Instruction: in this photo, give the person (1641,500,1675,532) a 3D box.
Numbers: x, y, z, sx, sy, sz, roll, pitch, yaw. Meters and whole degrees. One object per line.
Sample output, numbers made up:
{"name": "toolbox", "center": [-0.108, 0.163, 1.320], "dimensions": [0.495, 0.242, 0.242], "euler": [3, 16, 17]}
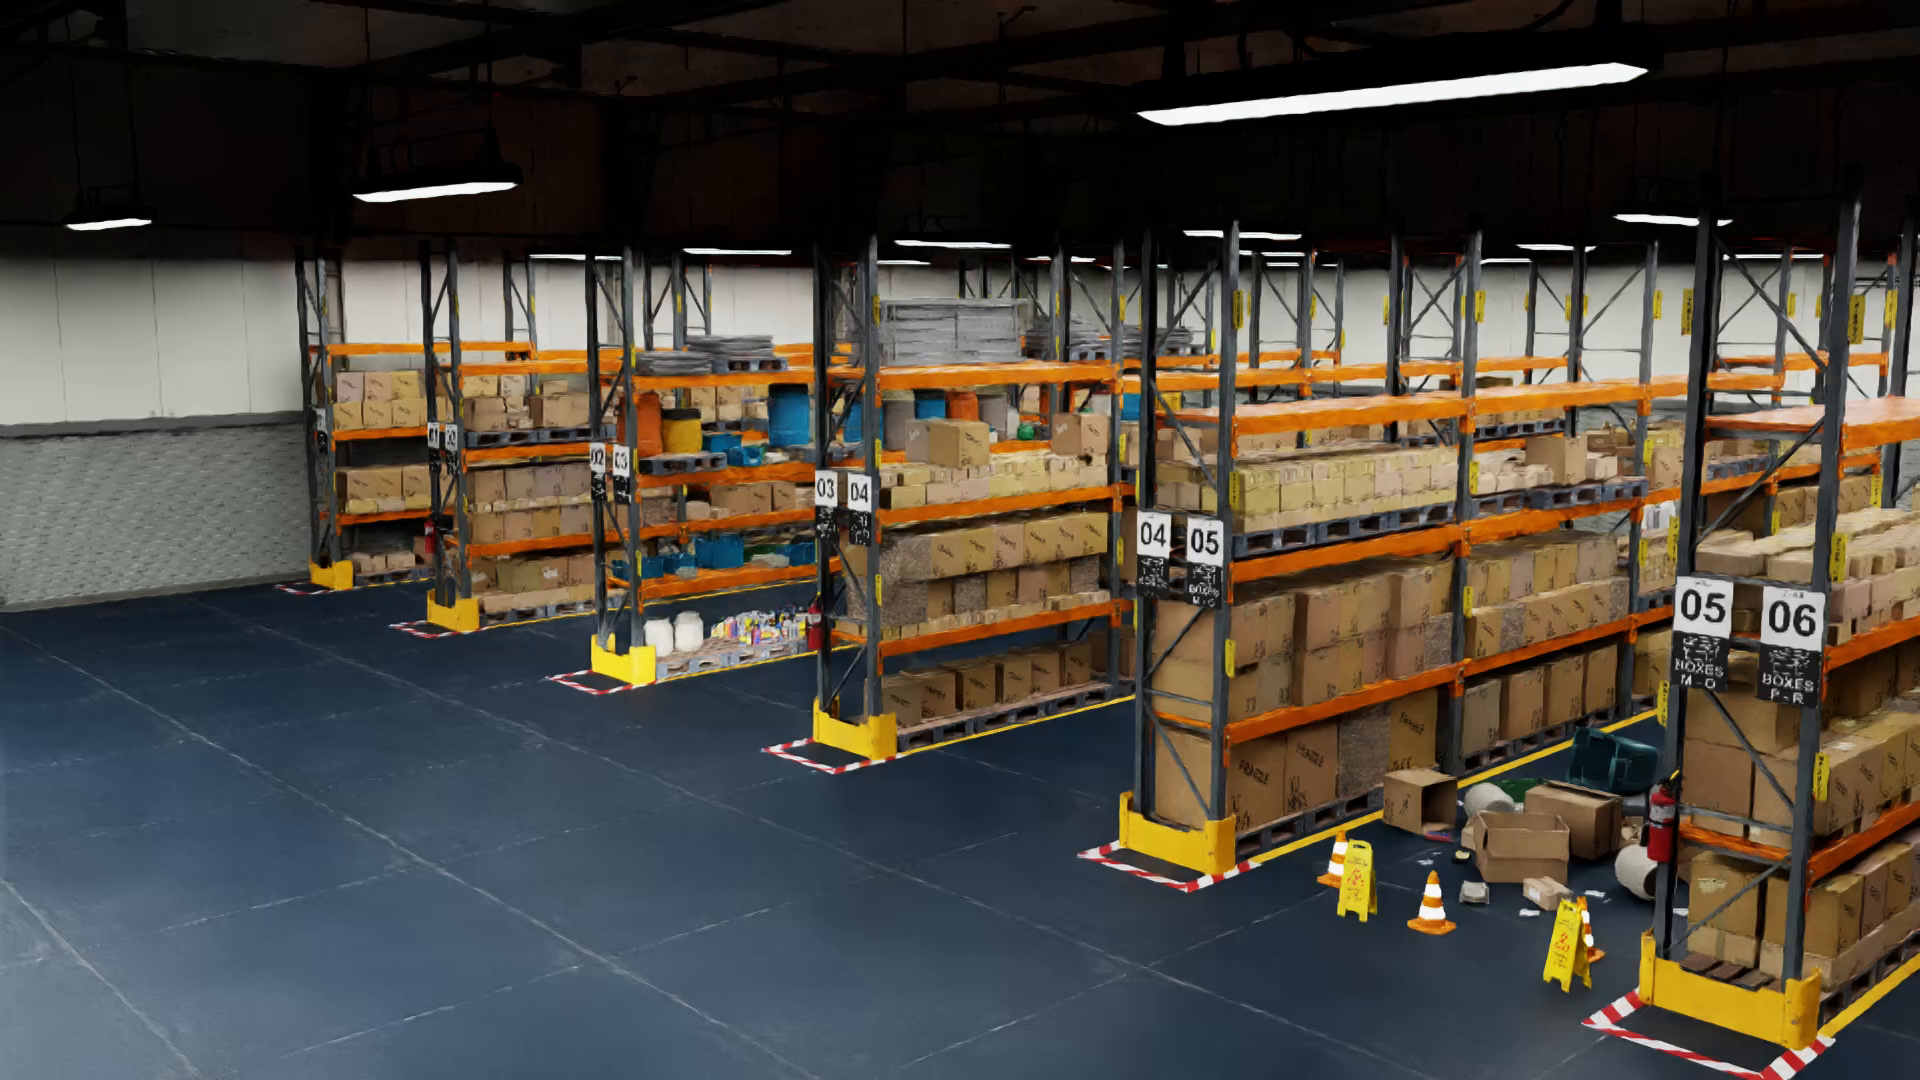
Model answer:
{"name": "person", "center": [12.798, -0.174, 30.554], "dimensions": [0.574, 1.715, 1.105], "euler": [7, 11, 38]}
